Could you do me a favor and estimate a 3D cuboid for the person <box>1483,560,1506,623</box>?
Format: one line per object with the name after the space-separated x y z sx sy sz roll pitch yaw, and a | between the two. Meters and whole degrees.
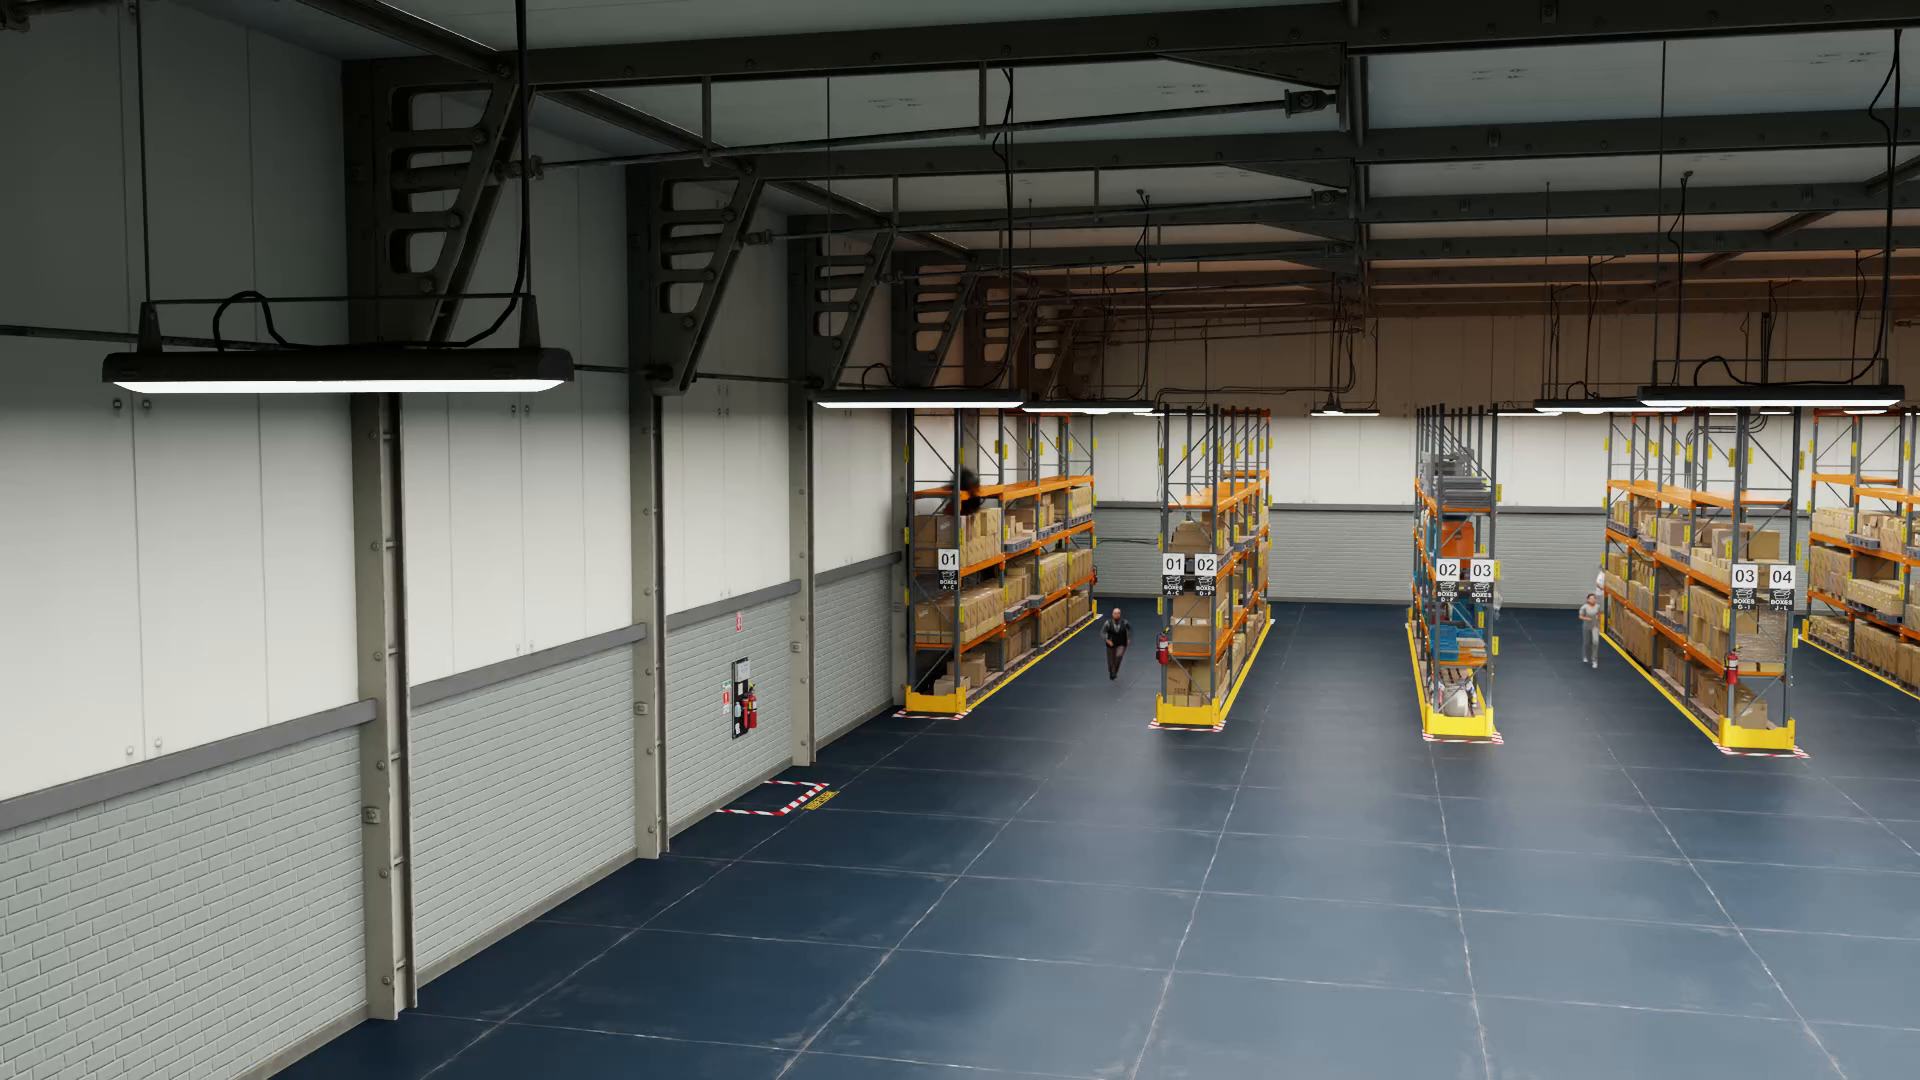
14.878 1.442 46.846 0.963 1.774 0.625 1 4 12 | person

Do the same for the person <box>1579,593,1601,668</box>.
14.609 2.074 38.565 0.518 1.696 0.887 1 4 14 | person

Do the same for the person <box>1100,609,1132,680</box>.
3.322 2.242 35.372 0.682 1.595 0.975 0 4 4 | person

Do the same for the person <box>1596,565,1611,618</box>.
17.831 1.507 46.214 0.712 1.763 0.663 3 5 34 | person
